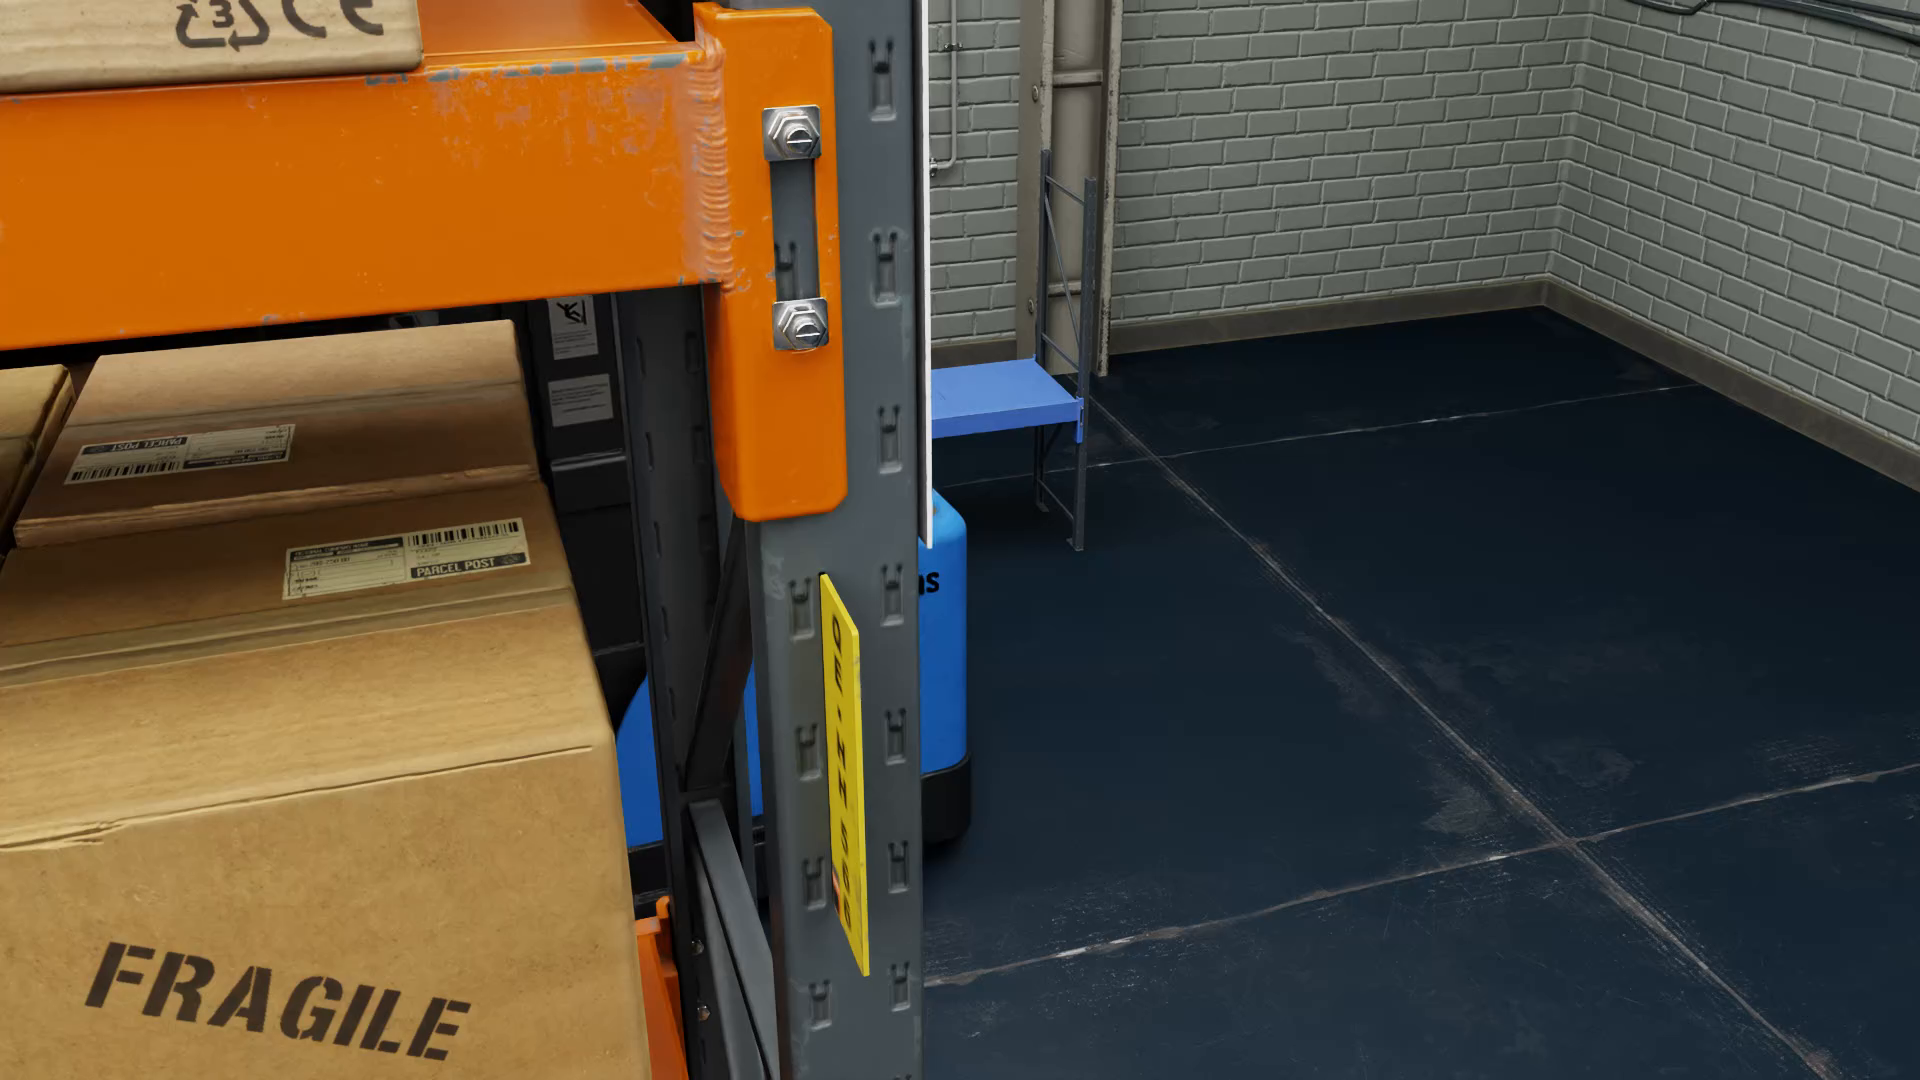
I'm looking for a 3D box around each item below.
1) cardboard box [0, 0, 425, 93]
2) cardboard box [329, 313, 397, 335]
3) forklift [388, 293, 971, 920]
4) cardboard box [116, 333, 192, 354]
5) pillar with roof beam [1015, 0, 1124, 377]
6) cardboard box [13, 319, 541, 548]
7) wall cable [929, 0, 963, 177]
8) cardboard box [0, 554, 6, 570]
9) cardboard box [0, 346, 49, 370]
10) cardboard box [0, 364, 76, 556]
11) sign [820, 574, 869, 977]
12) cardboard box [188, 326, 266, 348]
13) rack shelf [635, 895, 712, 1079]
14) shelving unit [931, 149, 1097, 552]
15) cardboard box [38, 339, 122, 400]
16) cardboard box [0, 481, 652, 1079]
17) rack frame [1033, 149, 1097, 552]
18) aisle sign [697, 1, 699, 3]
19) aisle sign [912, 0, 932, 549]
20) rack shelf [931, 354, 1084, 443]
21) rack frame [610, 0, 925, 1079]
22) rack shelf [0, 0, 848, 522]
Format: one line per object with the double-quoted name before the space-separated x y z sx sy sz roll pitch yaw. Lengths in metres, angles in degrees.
"cardboard box" -0.652 -0.479 1.137 0.500 0.250 0.500 -8 28 -16
"cardboard box" -2.360 -0.801 6.599 0.250 0.149 0.380 -8 28 -16
"forklift" -1.531 -0.338 4.134 3.031 2.935 1.130 -11 29 -21
"cardboard box" -3.080 -0.696 6.389 0.250 0.149 0.380 -8 28 -16
"pillar with roof beam" 1.850 -3.083 2.840 0.400 9.000 9.100 -8 28 -16
"cardboard box" -0.748 0.072 1.994 0.500 0.500 0.500 -7 27 -15
"wall cable" -0.858 -2.510 7.290 1.851 1.984 0.084 -8 28 -16
"cardboard box" -1.063 0.370 1.394 0.500 0.500 0.500 -7 27 -15
"cardboard box" -3.565 -0.626 6.246 0.250 0.149 0.380 -8 27 -16
"cardboard box" -1.243 0.147 1.843 0.500 0.500 0.500 -8 27 -16
"sign" -0.092 0.192 1.332 0.005 0.325 0.100 -8 28 -16
"cardboard box" -2.841 -0.731 6.458 0.250 0.149 0.380 -8 28 -16
"rack shelf" -2.146 1.213 1.743 4.000 0.370 1.077 -8 28 -16
"shelving unit" -0.081 -0.660 6.393 1.048 1.500 0.538 -8 28 -16
"cardboard box" -3.321 -0.661 6.318 0.250 0.149 0.380 -8 27 -15
"cardboard box" -0.583 0.300 1.535 0.500 0.500 0.500 -8 28 -17
"rack frame" 0.402 -0.730 6.534 0.032 1.500 0.500 -8 28 -16
"aisle sign" -0.271 -0.683 1.828 0.004 0.787 0.394 -8 28 -16
"aisle sign" -0.085 -0.429 1.317 0.004 0.787 0.394 -8 28 -16
"rack shelf" -0.081 -0.499 6.473 1.000 0.185 0.538 -8 28 -16
"rack frame" -0.246 0.614 2.140 0.053 2.616 0.949 -8 28 -16
"rack shelf" -2.146 -0.131 1.076 4.000 0.370 1.077 -8 28 -16
